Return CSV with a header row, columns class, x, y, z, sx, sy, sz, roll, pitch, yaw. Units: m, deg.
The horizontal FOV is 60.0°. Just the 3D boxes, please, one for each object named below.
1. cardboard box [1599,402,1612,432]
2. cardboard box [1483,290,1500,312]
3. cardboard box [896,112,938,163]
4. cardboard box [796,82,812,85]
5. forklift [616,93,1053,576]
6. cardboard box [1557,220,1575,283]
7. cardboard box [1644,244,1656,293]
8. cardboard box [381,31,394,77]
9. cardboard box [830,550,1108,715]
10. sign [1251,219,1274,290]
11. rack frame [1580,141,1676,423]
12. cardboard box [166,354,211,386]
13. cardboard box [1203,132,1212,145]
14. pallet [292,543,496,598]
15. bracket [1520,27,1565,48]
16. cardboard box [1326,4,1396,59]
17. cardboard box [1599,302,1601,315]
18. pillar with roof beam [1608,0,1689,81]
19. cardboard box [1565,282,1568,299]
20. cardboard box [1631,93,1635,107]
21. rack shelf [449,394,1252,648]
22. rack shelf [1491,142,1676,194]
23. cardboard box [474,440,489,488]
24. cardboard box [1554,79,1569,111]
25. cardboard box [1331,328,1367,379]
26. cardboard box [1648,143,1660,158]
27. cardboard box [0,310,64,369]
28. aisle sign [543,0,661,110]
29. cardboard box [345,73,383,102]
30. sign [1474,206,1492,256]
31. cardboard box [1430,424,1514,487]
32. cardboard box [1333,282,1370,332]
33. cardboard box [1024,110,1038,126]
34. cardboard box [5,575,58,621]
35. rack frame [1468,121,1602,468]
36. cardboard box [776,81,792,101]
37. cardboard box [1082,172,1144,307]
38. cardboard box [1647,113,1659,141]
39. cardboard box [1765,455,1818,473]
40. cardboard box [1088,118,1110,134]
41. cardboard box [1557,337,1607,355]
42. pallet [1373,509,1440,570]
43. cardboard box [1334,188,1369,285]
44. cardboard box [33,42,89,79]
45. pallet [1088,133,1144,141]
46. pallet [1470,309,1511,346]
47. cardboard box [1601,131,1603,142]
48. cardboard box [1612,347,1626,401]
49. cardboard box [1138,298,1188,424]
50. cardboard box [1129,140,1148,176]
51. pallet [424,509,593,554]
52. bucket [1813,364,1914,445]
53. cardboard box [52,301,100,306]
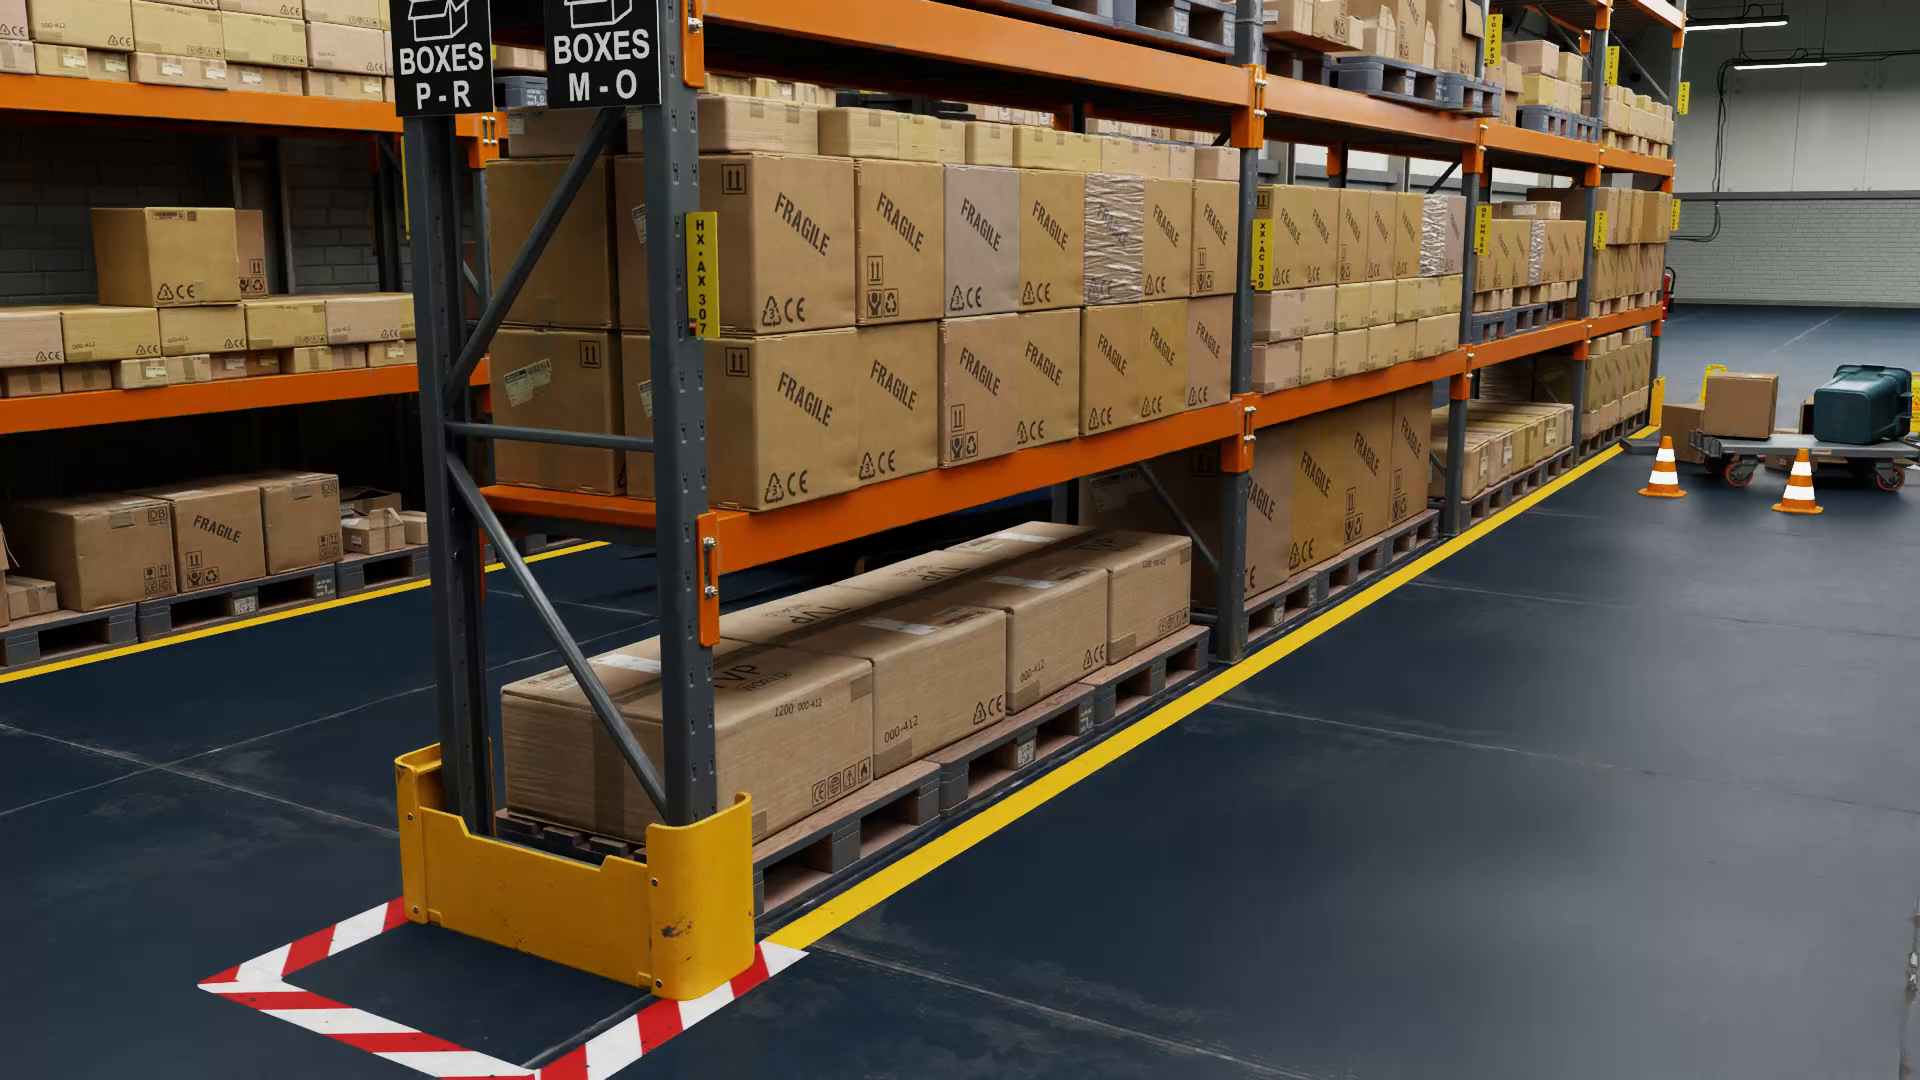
class,x,y,z,sx,sy,sz,roll,pitch,yaw
cardboard box,5.888,-1.180,15.849,0.500,0.250,0.500,7,13,34
cardboard box,3.691,-1.740,12.052,0.380,0.149,0.250,5,12,27
cardboard box,-0.297,-1.295,5.385,0.380,0.149,0.250,6,12,29
cardboard box,-1.390,-3.647,13.059,0.380,0.149,0.250,6,12,29
forklift,-0.731,-1.289,10.290,1.130,2.935,3.031,9,14,41
cardboard box,4.783,-2.402,13.825,0.500,0.500,0.500,6,12,31
cardboard box,6.850,-2.807,17.132,0.500,0.500,0.500,6,12,31
cardboard box,-3.351,-2.835,9.809,0.500,0.250,0.500,6,12,31
cardboard box,0.048,0.368,7.074,0.875,0.438,0.875,6,12,29
sign,1.405,-1.326,7.733,0.100,0.325,0.005,6,12,31
rack frame,7.160,-2.802,18.183,1.000,3.000,0.127,6,12,31
cardboard box,-4.155,-0.902,8.720,0.380,0.149,0.250,7,13,32
cardboard box,2.745,-4.723,19.561,0.380,0.149,0.250,6,12,29
pallet,-3.672,0.090,10.312,1.003,0.211,1.213,6,12,31
bracket,12.995,-11.240,37.172,0.076,0.066,4.783,6,12,31
cardboard box,2.178,-2.783,9.156,0.396,0.266,0.258,8,13,35
cardboard box,5.720,-2.158,15.424,0.380,0.149,0.250,6,12,30
pillar with roof beam,21.039,-10.508,43.041,9.100,9.000,0.548,6,12,31
cardboard box,4.900,-2.109,14.022,0.380,0.149,0.250,6,12,29
cardboard box,6.155,-4.144,15.717,0.380,0.149,0.250,6,12,30
rack shelf,-0.109,-0.246,6.488,1.077,0.370,4.000,6,12,31
rack shelf,6.122,-3.608,16.293,1.077,0.370,4.000,6,12,31
cardboard box,-2.871,-0.421,11.115,0.500,0.500,0.500,7,13,33
cardboard box,4.637,-3.595,13.535,0.500,0.250,0.500,7,12,31
cardboard box,1.931,-1.045,9.209,0.500,0.250,0.500,6,12,30
cardboard box,6.945,-3.989,17.056,0.380,0.149,0.250,7,13,32
cardboard box,-4.664,-0.957,7.926,0.500,0.250,0.500,7,12,31
aisle sign,-0.936,-1.524,4.294,0.394,0.787,0.004,6,12,31
cardboard box,-3.525,-2.575,9.501,0.380,0.149,0.250,7,13,33
sign,3.483,-2.060,11.076,0.100,0.325,0.005,6,12,31
cardboard box,3.685,-0.663,12.759,0.950,0.372,0.625,6,12,30
cardboard box,1.931,-1.290,9.158,0.500,0.250,0.500,7,12,31
cardboard box,0.528,-4.051,15.973,0.380,0.149,0.250,6,12,31
cardboard box,-4.739,0.286,8.298,0.380,0.149,0.250,6,12,28
rack frame,5.083,-2.173,14.823,1.000,3.000,0.127,6,12,31
cardboard box,-1.525,-3.457,12.857,0.380,0.149,0.250,7,13,32
cardboard box,0.394,-1.195,6.609,0.500,0.500,0.500,7,12,31
cardboard box,6.597,-4.081,16.466,0.500,0.250,0.500,7,13,32
cardboard box,7.341,-0.752,14.663,0.258,0.266,0.396,-2,11,-9
cardboard box,1.332,-4.294,17.274,0.380,0.149,0.250,7,13,32
cardboard box,5.737,-1.796,15.341,0.380,0.149,0.250,7,12,32
pallet,2.533,-0.056,11.095,1.003,0.211,1.213,6,12,31
cardboard box,1.907,-1.658,9.086,0.500,0.500,0.500,6,12,29
cardboard box,-4.418,-2.292,7.989,0.380,0.149,0.250,6,12,31
pallet,1.260,-4.214,17.815,1.003,0.211,1.213,6,12,31
pallet,3.285,-1.572,12.133,1.213,0.211,1.003,6,12,31
cardboard box,5.459,-3.549,14.708,0.380,0.149,0.250,6,12,30
cardboard box,6.159,-1.630,16.216,0.500,0.500,0.500,7,13,34
cardboard box,0.645,-0.785,7.138,0.500,0.500,0.500,6,12,29
cardboard box,0.558,-1.584,6.928,0.380,0.149,0.250,6,12,30
pallet,-2.924,-0.149,11.591,1.003,0.211,1.213,6,12,31
bucket,7.467,-1.095,13.834,0.620,0.611,0.726,-20,21,-35
cardboard box,-4.578,-1.170,9.065,0.500,0.250,0.500,6,12,31
